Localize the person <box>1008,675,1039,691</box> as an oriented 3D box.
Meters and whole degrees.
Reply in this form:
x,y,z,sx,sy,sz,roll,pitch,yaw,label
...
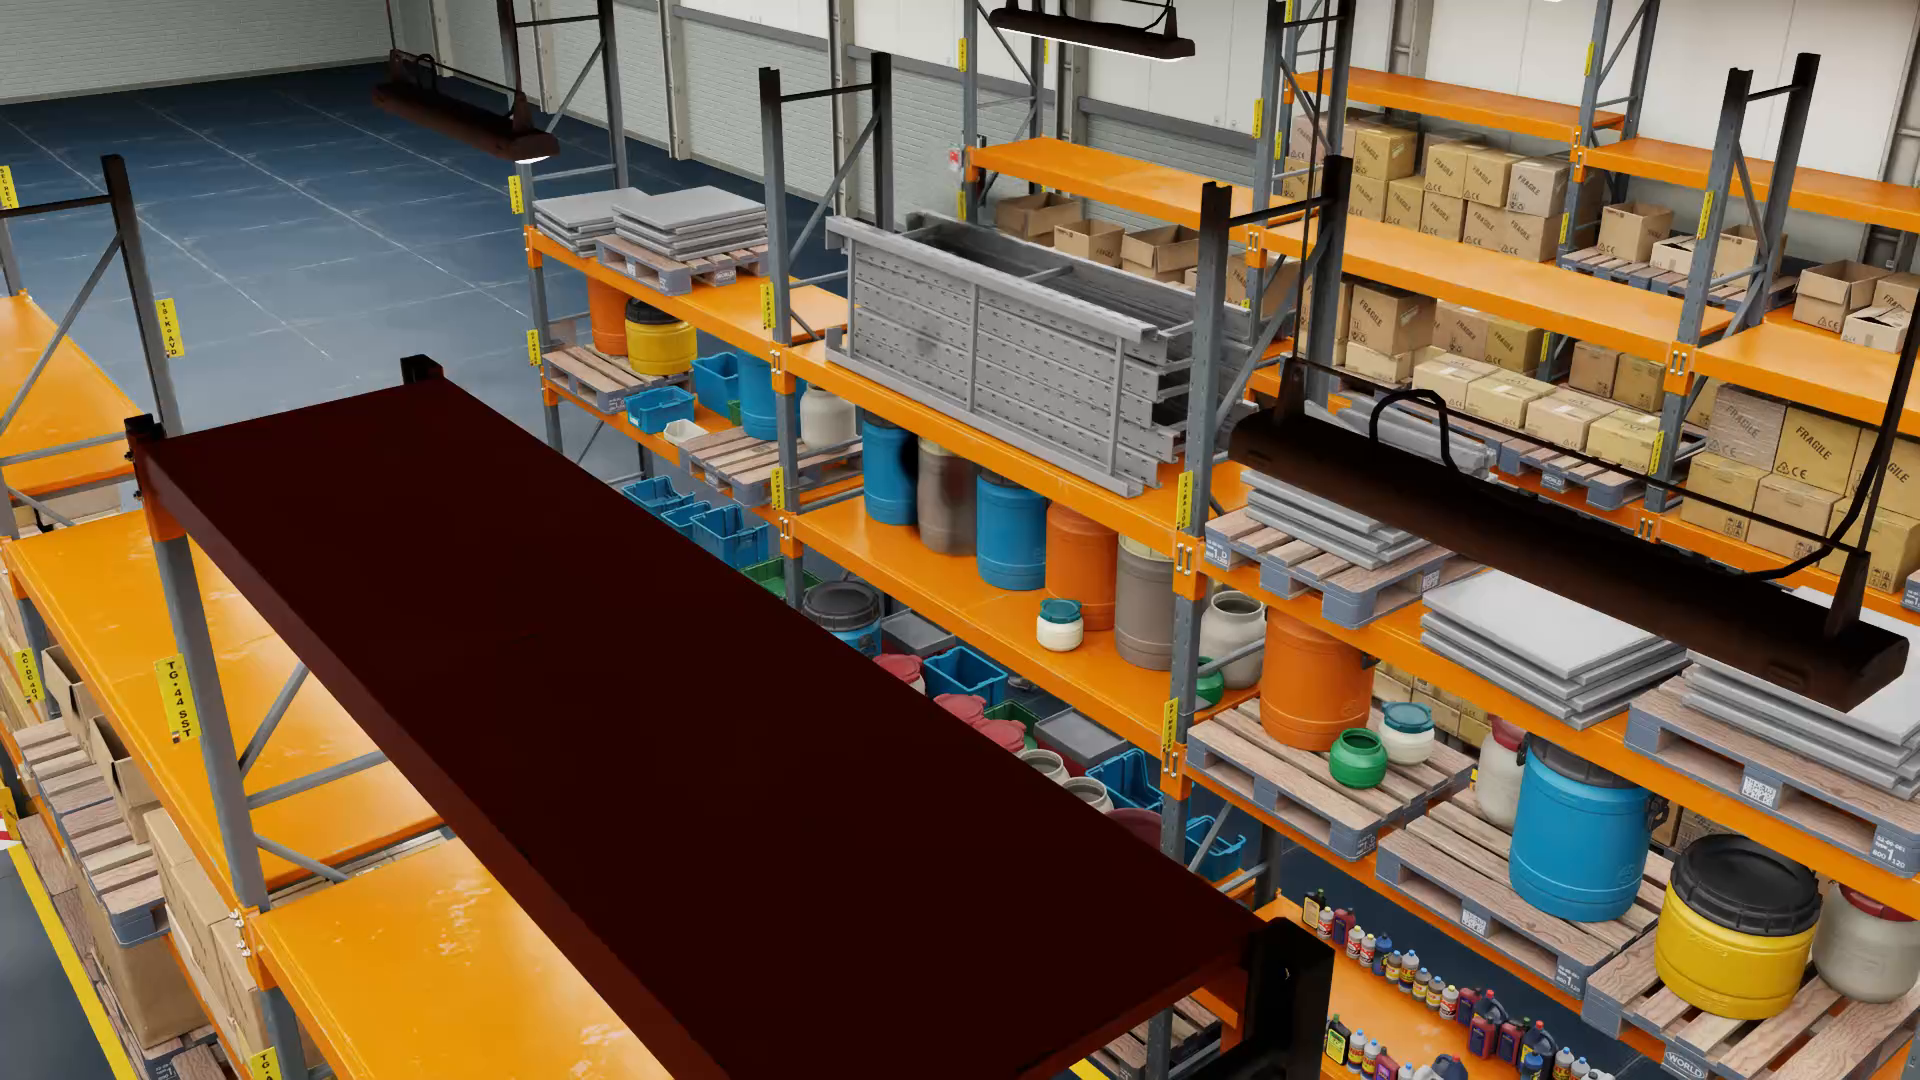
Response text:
x,y,z,sx,sy,sz,roll,pitch,yaw,label
0.630,0.616,15.028,0.596,1.746,0.665,23,34,39,person
